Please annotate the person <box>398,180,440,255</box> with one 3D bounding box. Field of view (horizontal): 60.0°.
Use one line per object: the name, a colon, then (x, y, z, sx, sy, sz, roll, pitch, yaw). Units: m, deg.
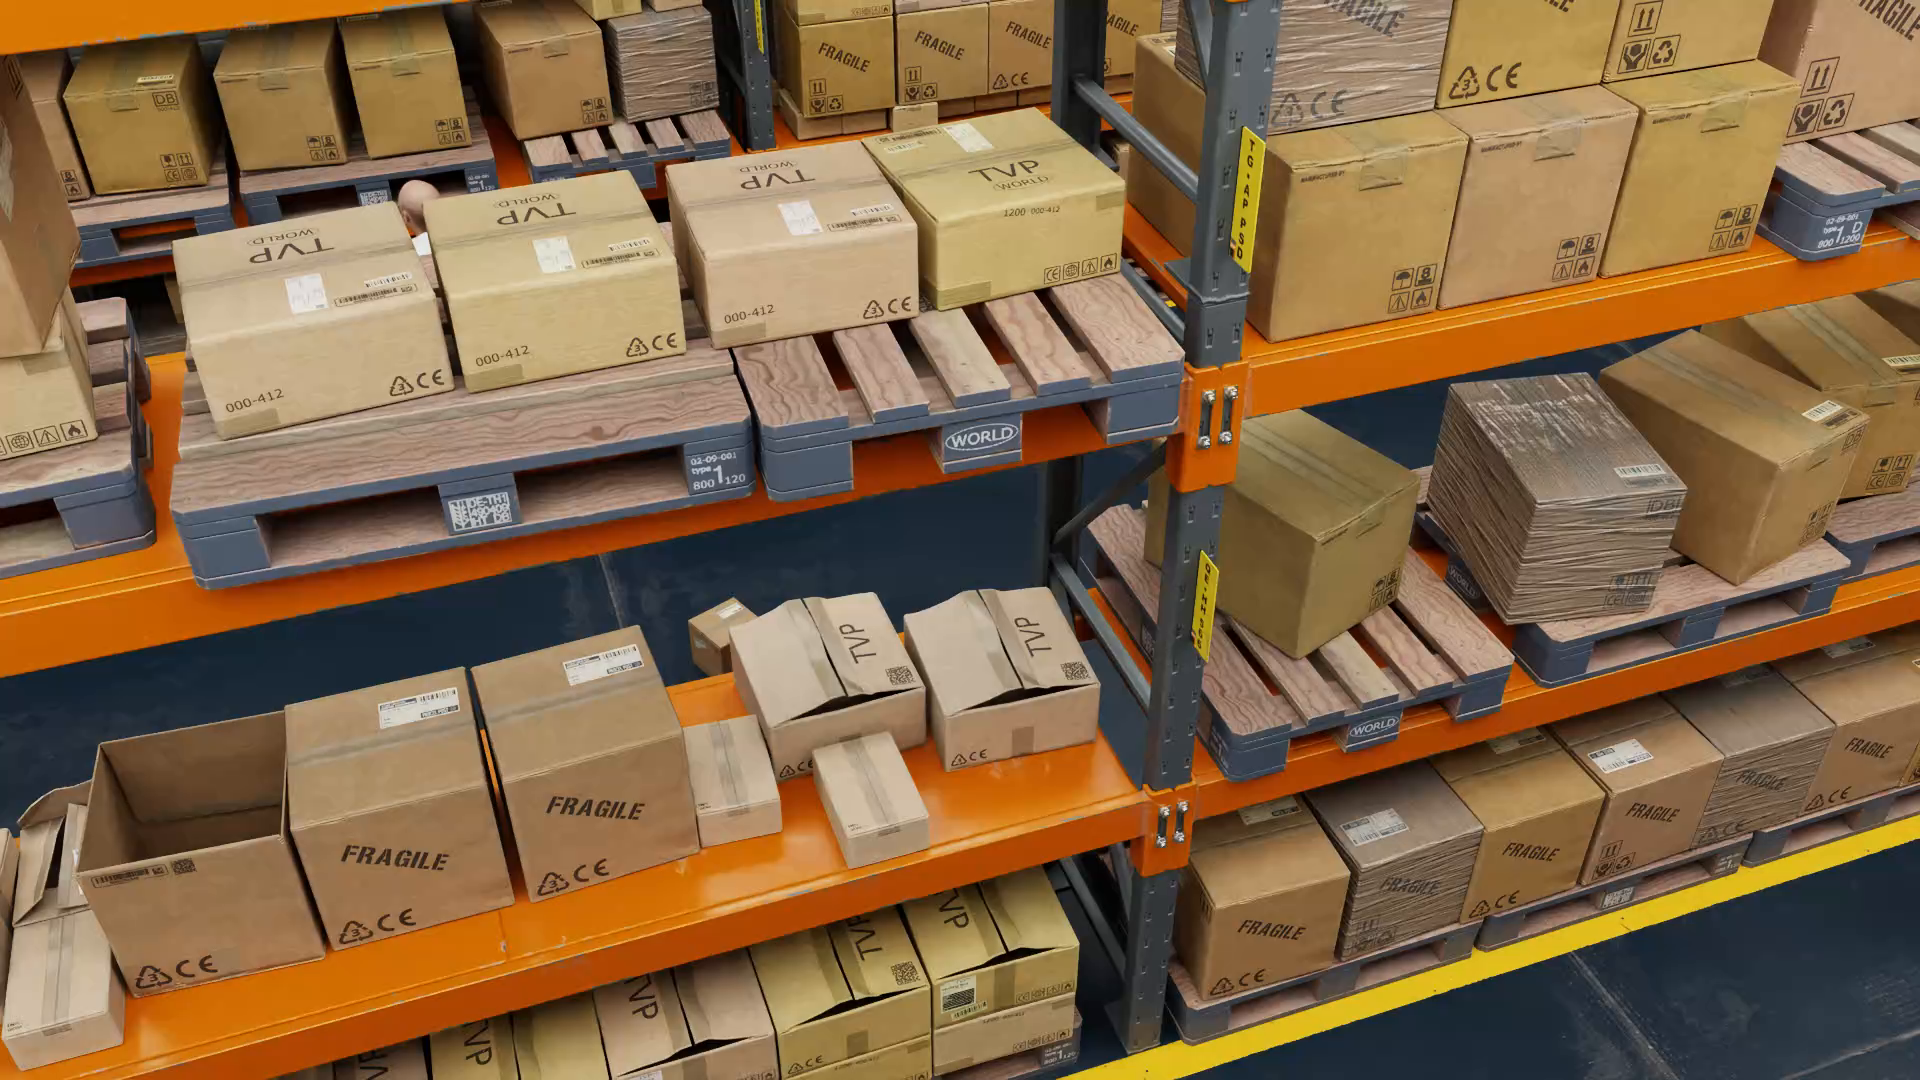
person: (-2.471, -0.900, 7.975, 0.376, 1.783, 0.565, 19, 41, 23)
